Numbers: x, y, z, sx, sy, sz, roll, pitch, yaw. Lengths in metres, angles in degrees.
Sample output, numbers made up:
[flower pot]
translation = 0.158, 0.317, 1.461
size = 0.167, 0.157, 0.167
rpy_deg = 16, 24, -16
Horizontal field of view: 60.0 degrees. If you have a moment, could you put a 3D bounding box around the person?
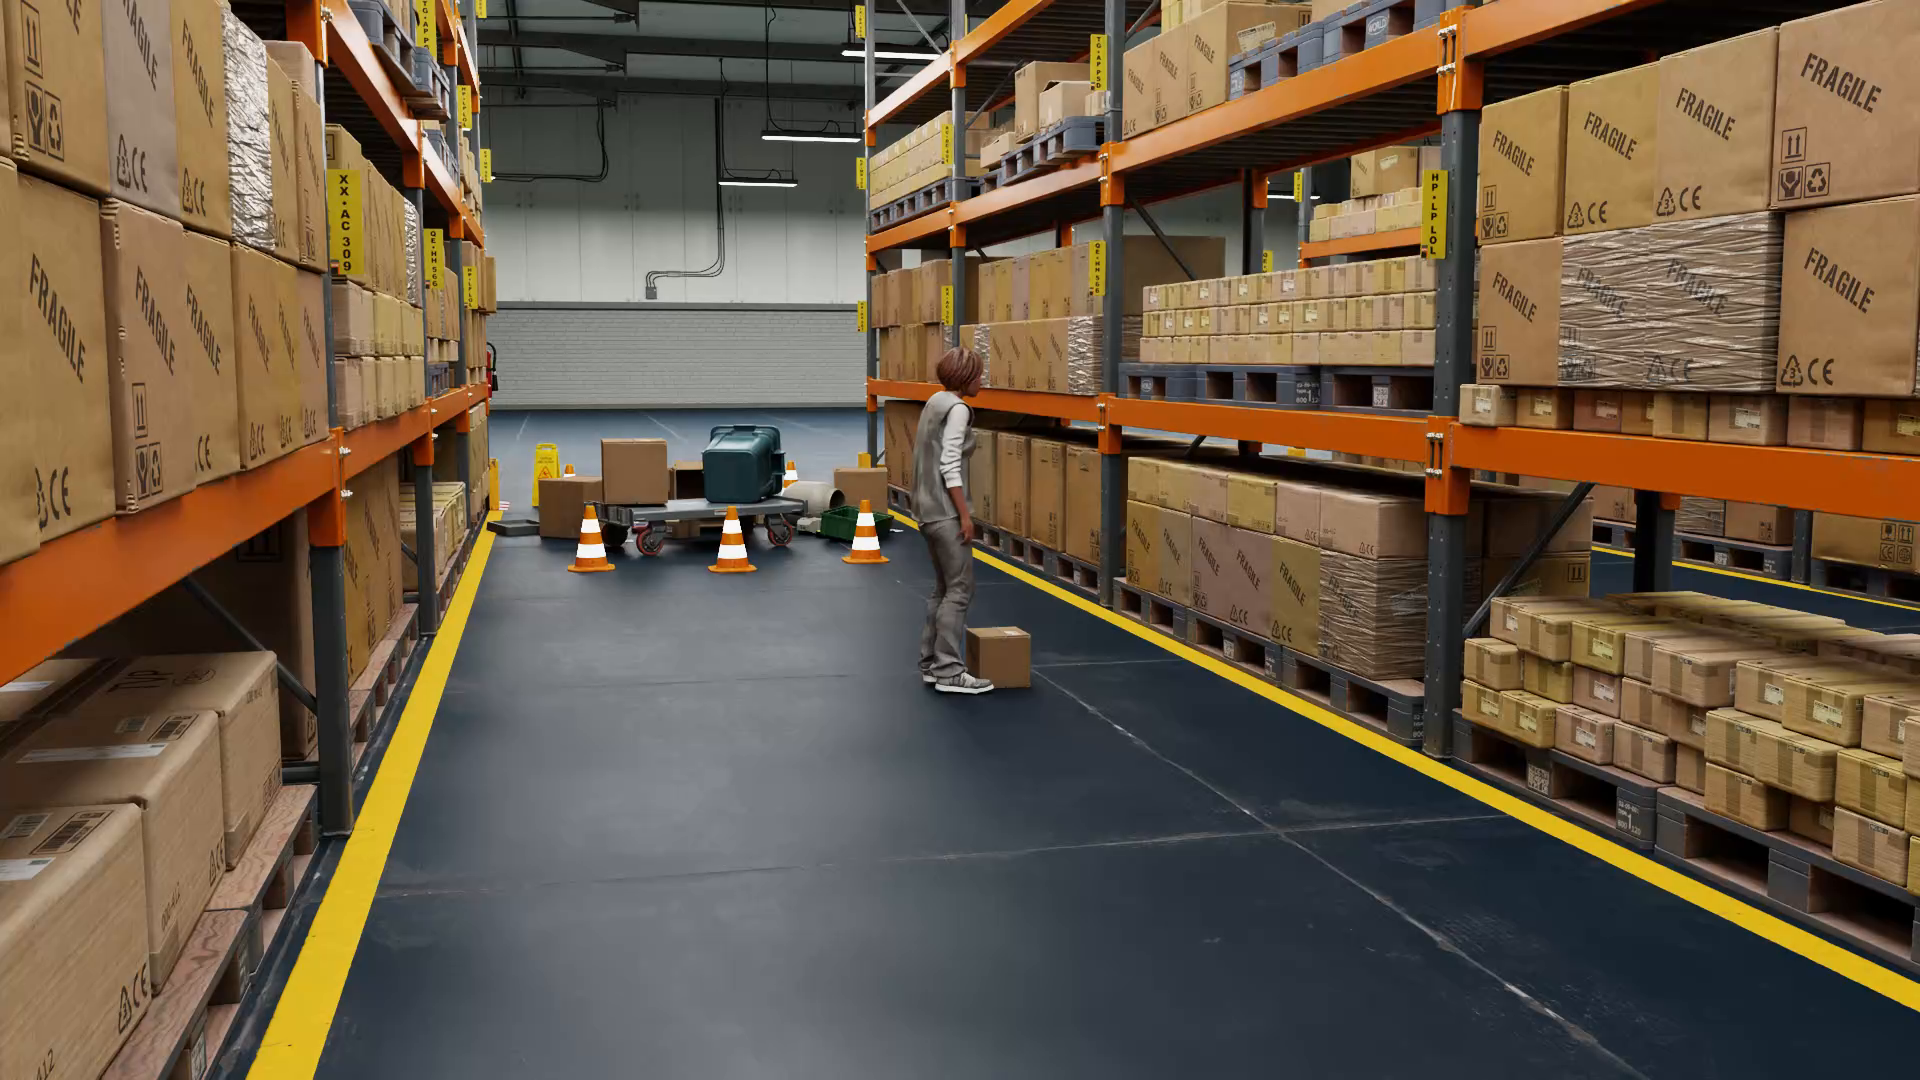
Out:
[person]
translation = -0.052, -0.099, 7.774
size = 0.344, 1.592, 0.460
rpy_deg = -2, 7, -13
